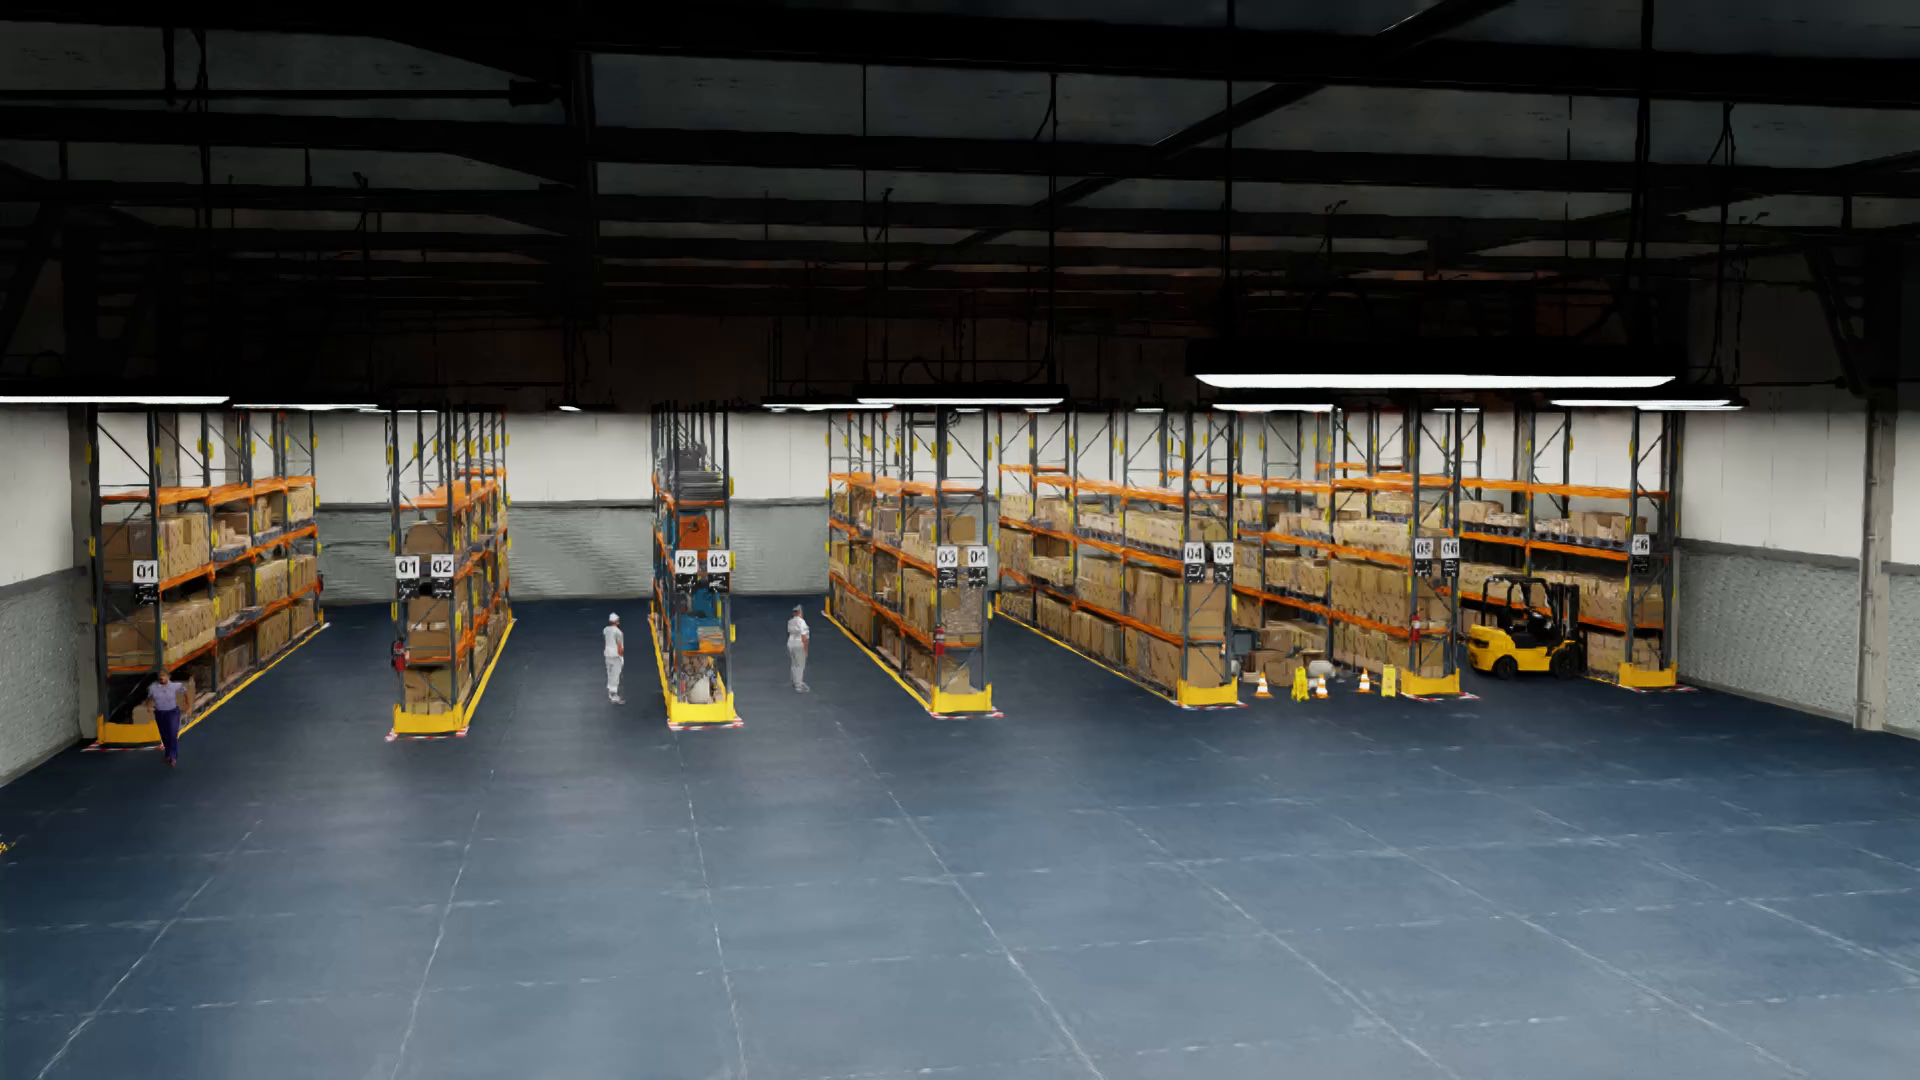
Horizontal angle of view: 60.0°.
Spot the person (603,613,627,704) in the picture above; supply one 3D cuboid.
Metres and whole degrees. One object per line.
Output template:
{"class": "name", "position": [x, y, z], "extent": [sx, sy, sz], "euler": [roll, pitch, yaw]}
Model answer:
{"class": "person", "position": [-6.810, 2.329, 32.944], "extent": [0.442, 1.792, 0.601], "euler": [-4, 6, -43]}

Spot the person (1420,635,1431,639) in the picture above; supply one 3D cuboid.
{"class": "person", "position": [11.163, 1.816, 40.248], "extent": [0.576, 1.718, 0.626], "euler": [1, 4, 16]}

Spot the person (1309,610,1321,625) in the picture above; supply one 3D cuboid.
{"class": "person", "position": [9.328, 1.511, 44.009], "extent": [0.497, 1.765, 0.620], "euler": [1, 5, 18]}

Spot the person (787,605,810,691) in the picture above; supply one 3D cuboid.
{"class": "person", "position": [-3.330, 2.229, 34.574], "extent": [0.478, 1.757, 0.589], "euler": [-4, 6, -39]}

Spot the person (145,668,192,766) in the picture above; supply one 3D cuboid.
{"class": "person", "position": [-13.045, 2.872, 27.367], "extent": [0.630, 1.589, 0.804], "euler": [0, 4, -6]}
